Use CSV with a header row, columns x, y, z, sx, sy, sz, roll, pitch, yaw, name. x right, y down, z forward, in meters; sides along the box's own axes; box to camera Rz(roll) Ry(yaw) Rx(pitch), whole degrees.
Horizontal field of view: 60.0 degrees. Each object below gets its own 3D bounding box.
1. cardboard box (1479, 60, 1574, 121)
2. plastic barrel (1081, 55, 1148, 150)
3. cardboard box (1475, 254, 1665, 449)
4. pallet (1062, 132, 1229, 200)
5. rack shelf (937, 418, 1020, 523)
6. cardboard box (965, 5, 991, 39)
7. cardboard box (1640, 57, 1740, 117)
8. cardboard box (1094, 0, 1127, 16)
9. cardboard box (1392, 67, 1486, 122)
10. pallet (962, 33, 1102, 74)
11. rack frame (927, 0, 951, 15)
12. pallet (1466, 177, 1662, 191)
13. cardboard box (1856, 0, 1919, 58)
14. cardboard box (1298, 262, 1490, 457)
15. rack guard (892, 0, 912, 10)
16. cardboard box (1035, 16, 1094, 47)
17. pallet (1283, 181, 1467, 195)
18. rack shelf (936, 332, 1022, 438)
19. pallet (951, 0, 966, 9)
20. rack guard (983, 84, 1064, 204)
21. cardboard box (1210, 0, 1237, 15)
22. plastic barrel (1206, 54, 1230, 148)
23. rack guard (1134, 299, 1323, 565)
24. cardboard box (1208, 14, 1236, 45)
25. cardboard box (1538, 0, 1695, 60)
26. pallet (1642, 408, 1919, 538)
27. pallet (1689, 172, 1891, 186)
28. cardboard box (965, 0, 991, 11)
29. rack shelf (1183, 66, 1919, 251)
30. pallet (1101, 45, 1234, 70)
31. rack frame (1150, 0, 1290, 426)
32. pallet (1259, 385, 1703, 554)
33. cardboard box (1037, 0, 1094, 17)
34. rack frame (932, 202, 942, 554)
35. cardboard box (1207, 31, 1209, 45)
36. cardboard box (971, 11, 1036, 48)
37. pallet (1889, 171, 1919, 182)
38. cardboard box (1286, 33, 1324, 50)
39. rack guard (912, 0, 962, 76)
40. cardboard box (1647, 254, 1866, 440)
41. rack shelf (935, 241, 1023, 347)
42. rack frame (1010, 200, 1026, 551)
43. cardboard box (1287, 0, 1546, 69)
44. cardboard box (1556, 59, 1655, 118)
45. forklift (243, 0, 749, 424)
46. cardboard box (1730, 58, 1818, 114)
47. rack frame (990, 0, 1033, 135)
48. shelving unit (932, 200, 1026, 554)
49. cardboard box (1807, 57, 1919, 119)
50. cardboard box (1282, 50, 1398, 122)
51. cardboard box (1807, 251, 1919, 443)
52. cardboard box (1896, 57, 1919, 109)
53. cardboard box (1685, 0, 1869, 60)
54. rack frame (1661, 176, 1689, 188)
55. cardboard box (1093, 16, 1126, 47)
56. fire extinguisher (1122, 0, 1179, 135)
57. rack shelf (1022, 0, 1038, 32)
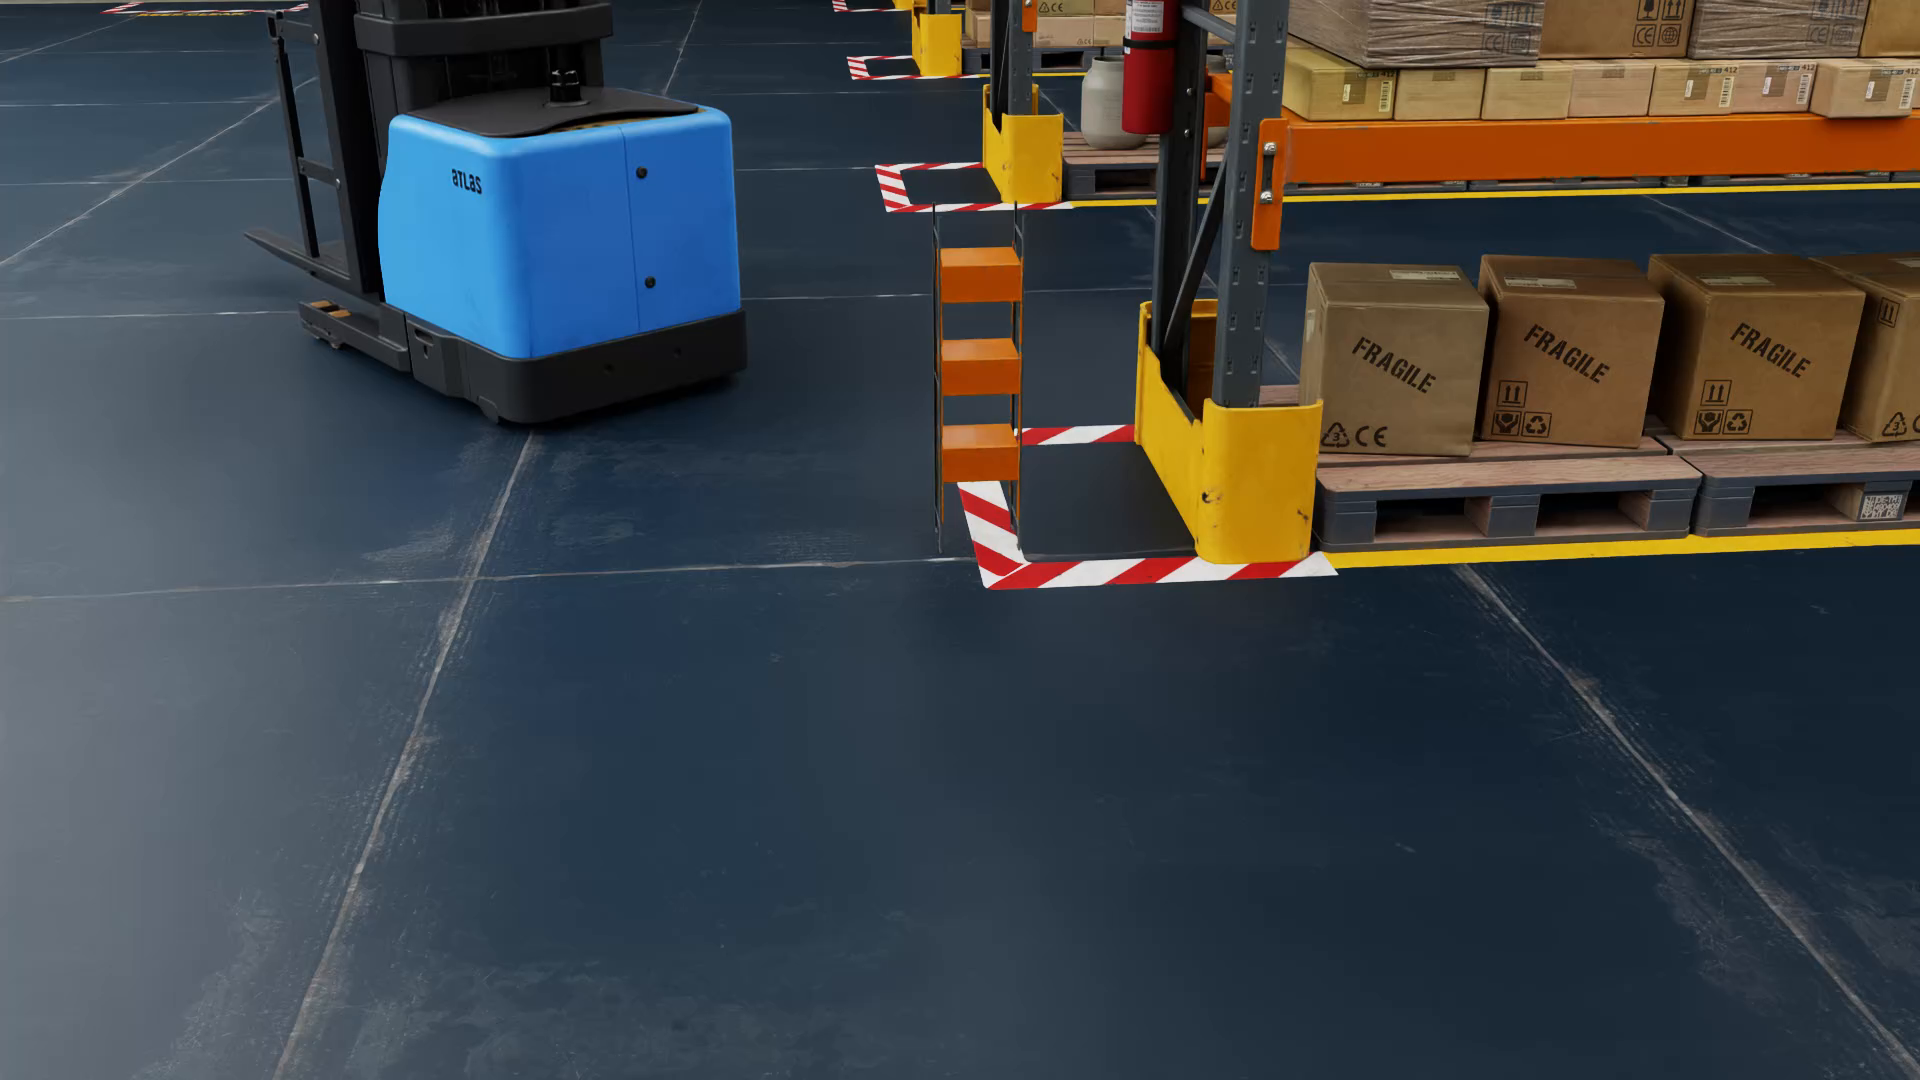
x,y,z,sx,sy,sz,roll,pitch,yaw,name
1.592,-1.340,4.880,0.250,0.149,0.380,-2,24,-5,cardboard box
0.945,-2.647,10.059,0.421,0.512,0.421,0,24,0,plastic barrel
1.999,-0.639,5.554,0.500,0.500,0.500,4,24,9,cardboard box
1.178,-2.313,10.194,1.213,0.211,1.003,-2,24,-5,pallet
0.053,-0.218,5.159,0.240,0.259,0.215,-2,24,-5,rack shelf
0.319,-4.614,14.805,0.500,0.250,0.500,-2,24,-5,cardboard box
2.089,-1.365,4.937,0.250,0.149,0.380,-2,24,-5,cardboard box
1.364,-4.793,14.285,0.500,0.500,0.500,-2,24,-5,cardboard box
1.342,-1.336,4.871,0.250,0.149,0.380,-2,24,-5,cardboard box
0.571,-4.311,14.688,1.213,0.211,1.003,-2,24,-5,pallet
-0.185,-5.537,14.015,0.127,3.000,1.000,-2,24,-5,rack frame
3.606,-2.411,10.414,1.213,0.211,1.003,-2,24,-5,pallet
2.821,-1.812,5.144,0.500,0.500,0.875,-2,24,-5,cardboard box
1.408,-0.601,5.469,0.500,0.500,0.500,2,24,5,cardboard box
-0.600,-6.400,19.034,0.348,0.500,1.175,-2,24,-5,rack guard
0.867,-4.426,14.382,0.500,0.250,0.500,-2,24,-5,cardboard box
2.389,-2.361,10.301,1.213,0.211,1.003,-2,24,-5,pallet
0.053,-0.472,5.046,0.240,0.259,0.215,-2,24,-5,rack shelf
0.212,-6.286,19.134,1.213,0.211,1.003,-2,24,-5,pallet
0.369,-2.415,10.068,0.348,0.500,1.175,-2,24,-5,rack guard
2.359,-4.832,14.372,0.500,0.500,0.500,-2,24,-5,cardboard box
1.444,-2.667,10.104,0.421,0.512,0.421,0,24,0,plastic barrel
0.860,-0.394,5.521,0.348,0.500,1.175,-2,24,-5,rack guard
2.360,-4.484,14.513,0.500,0.250,0.500,-2,24,-5,cardboard box
1.820,-1.794,5.104,0.500,0.500,0.875,-2,24,-5,cardboard box
2.883,-0.327,5.727,1.213,0.211,1.003,-2,24,-5,pallet
5.056,-2.468,10.542,1.213,0.211,1.003,-2,24,-5,pallet
0.319,-4.957,14.655,0.500,0.500,0.500,-2,24,-5,cardboard box
2.775,-1.284,5.332,4.000,0.370,1.077,-2,24,-5,rack shelf
1.783,-4.358,14.795,1.213,0.211,1.003,-2,24,-5,pallet
0.784,-1.533,5.006,0.127,3.000,1.000,-2,24,-5,rack frame
1.672,-0.280,5.620,1.213,0.211,1.003,-2,24,-5,pallet
0.867,-4.768,14.228,0.500,0.500,0.500,-2,24,-5,cardboard box
-0.068,-0.477,5.031,0.008,1.050,0.200,-2,24,-5,rack frame
1.863,-4.464,14.467,0.500,0.250,0.500,-2,24,-5,cardboard box
0.370,-4.404,14.334,0.500,0.250,0.500,-2,24,-5,cardboard box
6.273,-2.518,10.654,1.213,0.211,1.003,-2,24,-5,pallet
1.048,-1.513,5.271,0.250,0.149,0.380,-2,24,-5,cardboard box
-0.209,-4.394,14.521,0.348,0.500,1.175,-2,24,-5,rack guard
2.624,-0.656,5.593,0.500,0.500,0.500,0,24,0,cardboard box
0.053,-0.732,4.931,0.240,0.259,0.215,-2,24,-5,rack shelf
0.174,-0.487,5.052,0.008,1.050,0.200,-2,24,-5,rack frame
1.335,-1.726,4.950,0.500,0.500,0.875,-2,24,-5,cardboard box
1.839,-1.358,4.921,0.250,0.149,0.380,-2,24,-5,cardboard box
-2.211,-2.275,6.759,1.130,2.935,3.031,-20,31,-38,forklift
2.335,-1.386,4.984,0.250,0.149,0.380,-2,24,-5,cardboard box
0.298,-3.535,9.510,0.127,3.000,1.000,-2,24,-5,rack frame
0.053,-0.482,5.042,0.252,1.050,0.215,-2,24,-5,shelving unit
2.594,-1.354,4.913,0.250,0.149,0.380,-2,24,-5,cardboard box
1.092,-1.333,4.866,0.250,0.149,0.380,-2,24,-5,cardboard box
3.184,-0.660,5.603,0.500,0.500,0.500,-4,24,-10,cardboard box
2.830,-1.418,5.056,0.250,0.149,0.380,-2,24,-5,cardboard box
2.322,-1.797,5.110,0.500,0.500,0.875,-2,24,-5,cardboard box
4.278,-3.695,9.870,0.127,3.000,1.000,-2,24,-5,rack frame
1.365,-4.446,14.427,0.500,0.250,0.500,-2,24,-5,cardboard box
0.625,-1.679,5.431,0.183,0.674,0.296,-2,24,-5,fire extinguisher
2.288,-3.286,9.836,4.000,0.370,1.077,-2,24,-5,rack shelf
